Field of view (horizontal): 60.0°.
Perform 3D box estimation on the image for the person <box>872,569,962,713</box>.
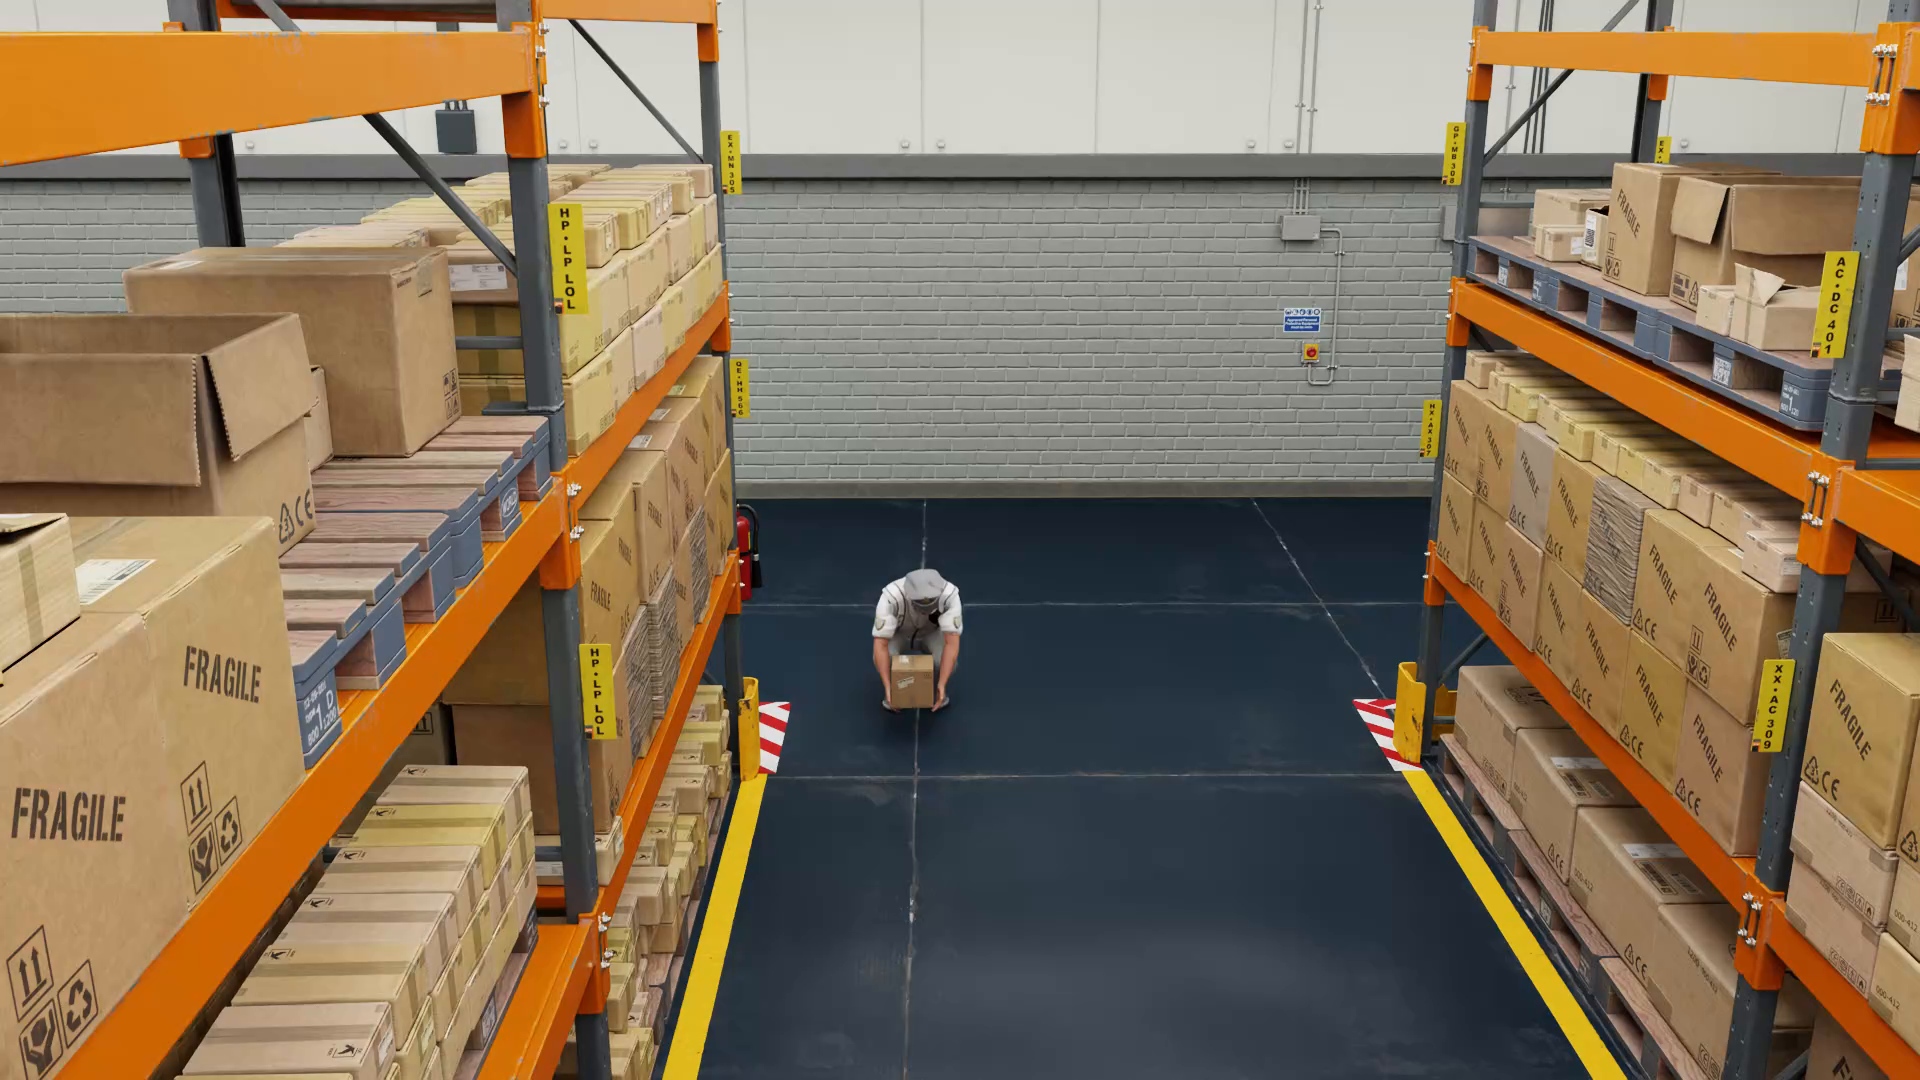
[{"bbox_3d":[-0.265,0.586,10.402,0.557,1.009,0.910,0,17,-1],"label":"person"}]
